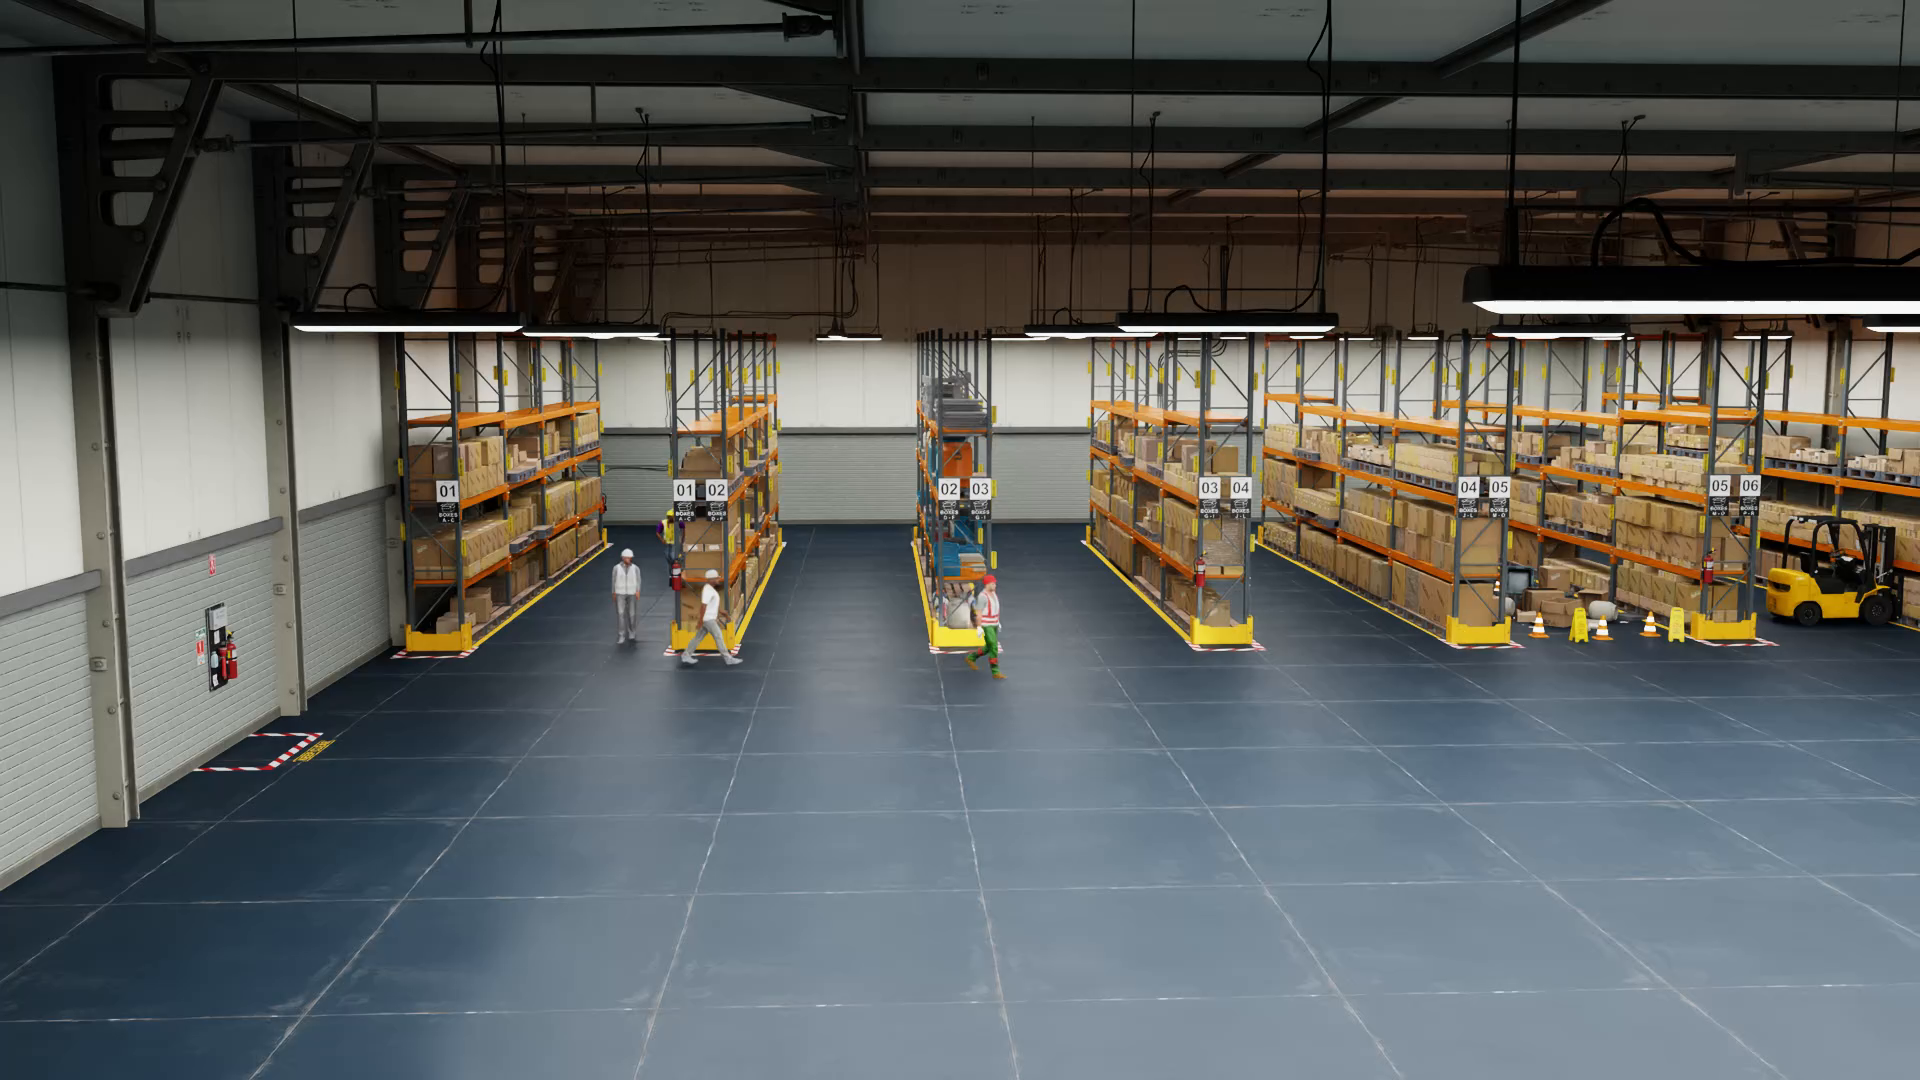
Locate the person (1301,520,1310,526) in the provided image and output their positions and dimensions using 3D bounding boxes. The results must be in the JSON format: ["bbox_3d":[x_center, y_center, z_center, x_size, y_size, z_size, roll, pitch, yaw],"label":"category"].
[{"bbox_3d":[10.229,-1.013,50.106,0.621,1.636,0.454,-1,7,-4],"label":"person"}]

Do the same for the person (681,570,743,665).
[{"bbox_3d":[-4.427,1.381,29.577,1.121,1.695,0.628,0,7,1],"label":"person"}]

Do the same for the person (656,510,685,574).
[{"bbox_3d":[-7.121,0.070,41.016,0.665,1.659,0.704,1,7,6],"label":"person"}]

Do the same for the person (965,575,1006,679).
[{"bbox_3d":[0.470,1.472,28.653,0.910,1.764,0.612,4,8,29],"label":"person"}]

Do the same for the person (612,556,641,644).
[{"bbox_3d":[-6.422,1.106,32.119,0.562,1.729,0.722,-2,7,-16],"label":"person"}]
